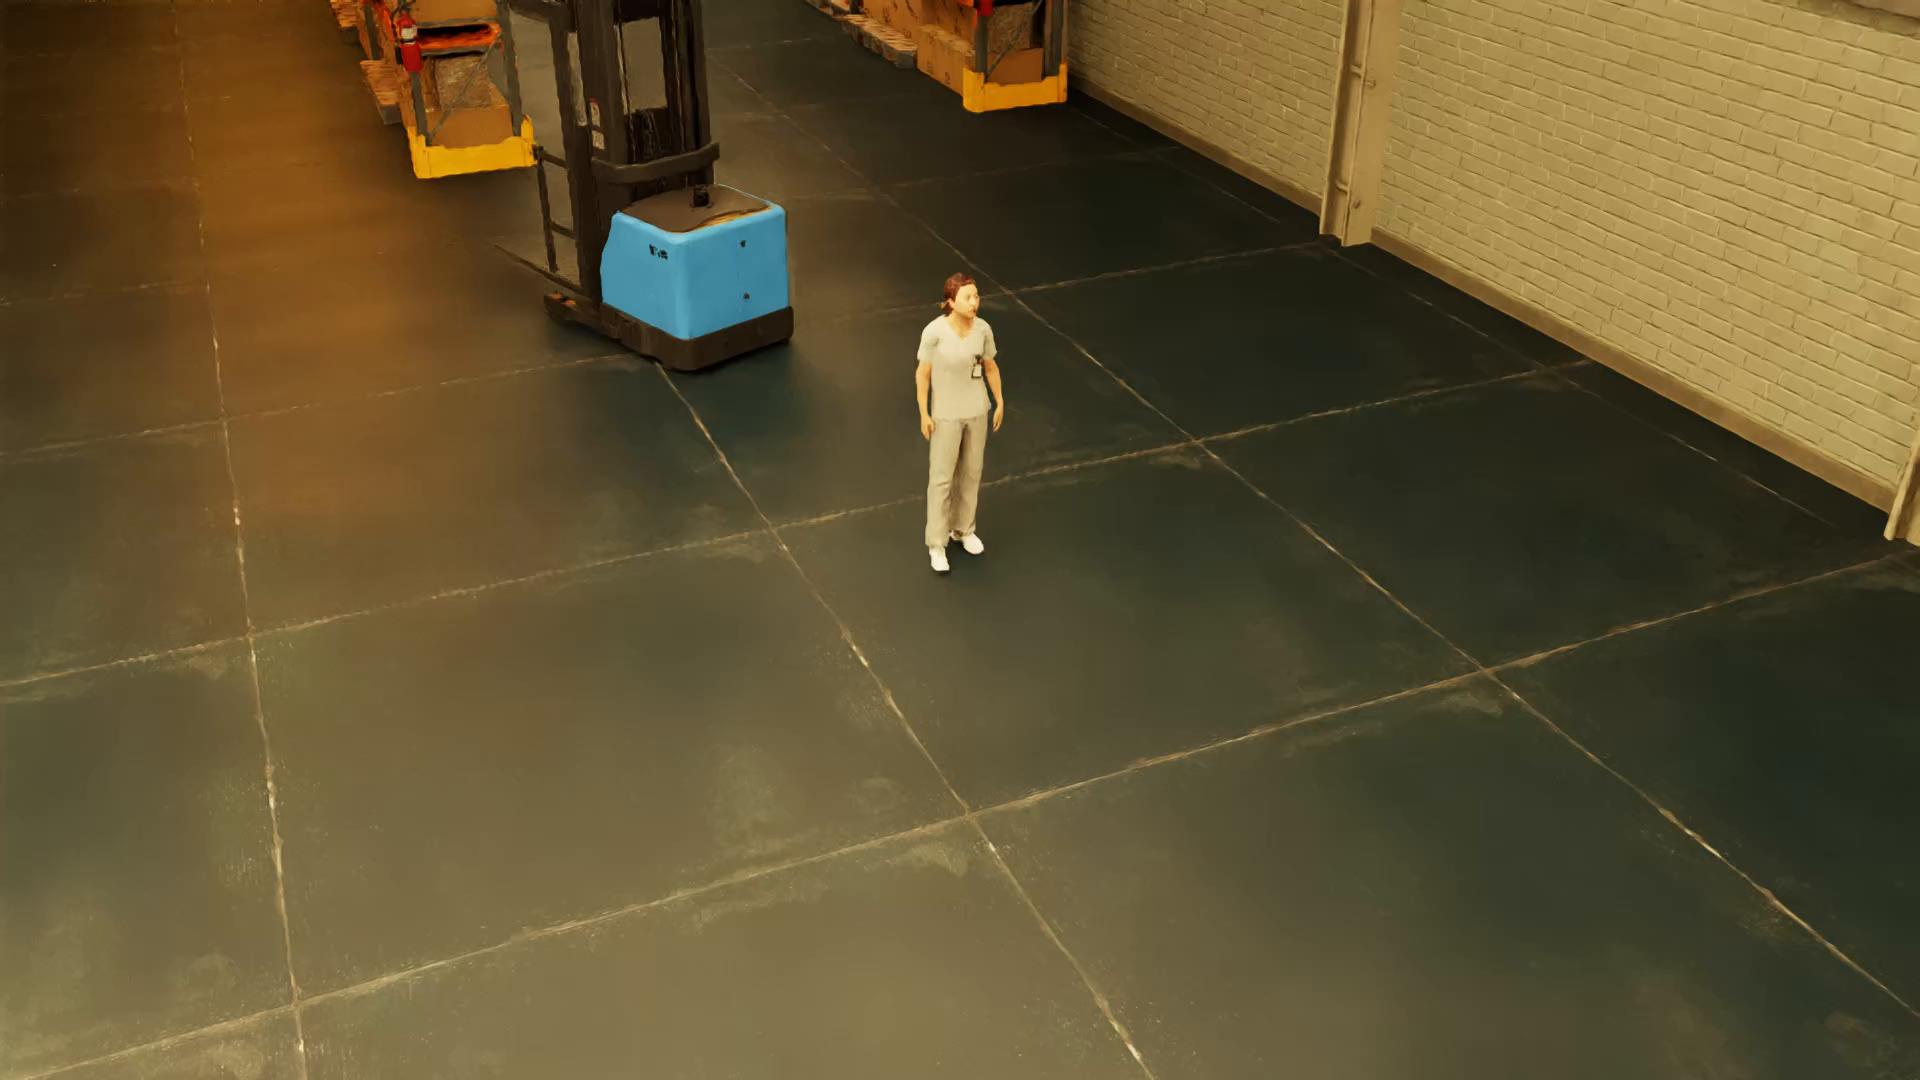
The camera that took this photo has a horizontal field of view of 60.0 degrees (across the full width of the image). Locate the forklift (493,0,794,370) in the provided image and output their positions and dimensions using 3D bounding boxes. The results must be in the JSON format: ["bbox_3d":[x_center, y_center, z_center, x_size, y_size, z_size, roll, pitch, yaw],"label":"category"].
[{"bbox_3d":[-2.648,-3.147,12.623,1.130,2.935,3.031,-25,38,-37],"label":"forklift"}]

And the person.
[{"bbox_3d":[0.017,-0.692,9.593,0.550,1.660,0.548,-12,32,-20],"label":"person"}]
